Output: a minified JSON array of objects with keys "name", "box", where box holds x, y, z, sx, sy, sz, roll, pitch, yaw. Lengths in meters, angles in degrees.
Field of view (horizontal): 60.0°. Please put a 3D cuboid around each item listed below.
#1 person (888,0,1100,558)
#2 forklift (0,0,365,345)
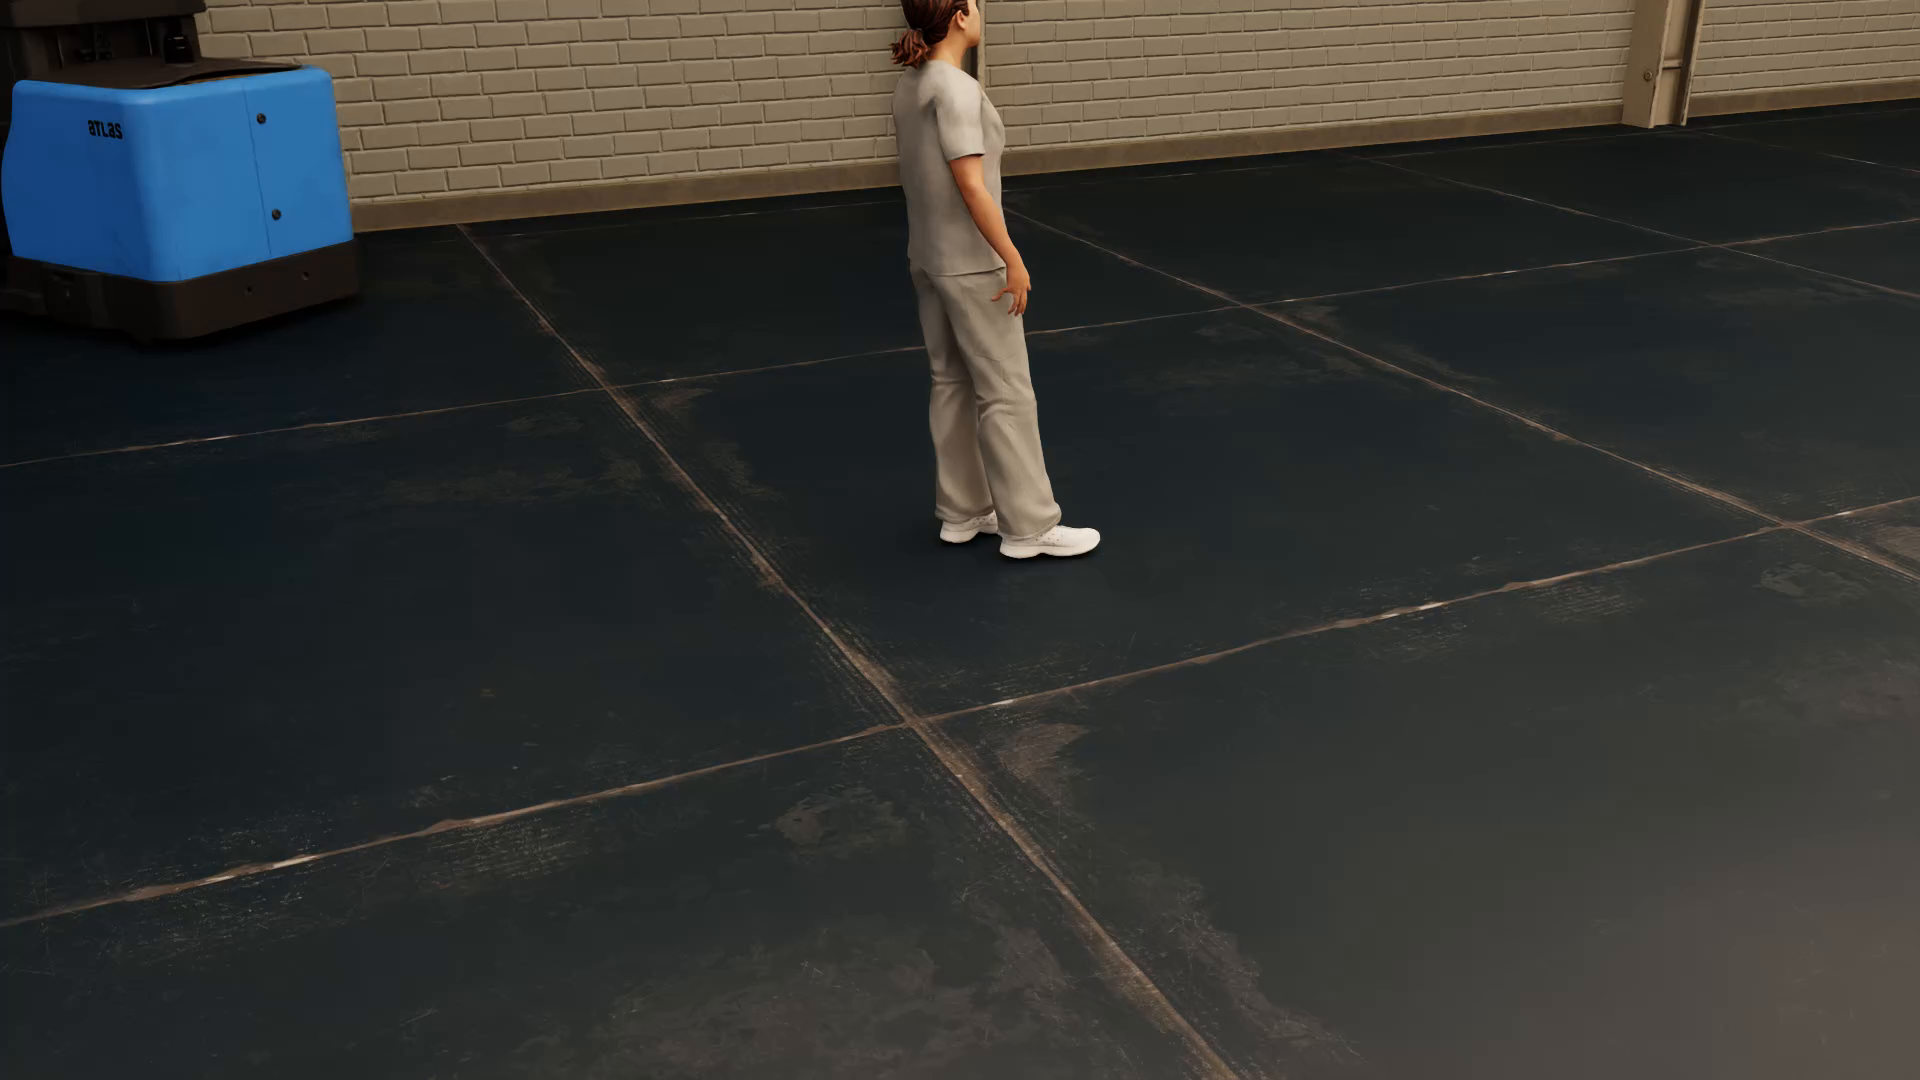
[{"name":"person","box":[0.073,-0.788,4.800,0.548,1.673,0.549,-10,25,-23]},{"name":"forklift","box":[-4.293,-2.570,7.472,3.031,2.935,1.130,12,26,27]}]
